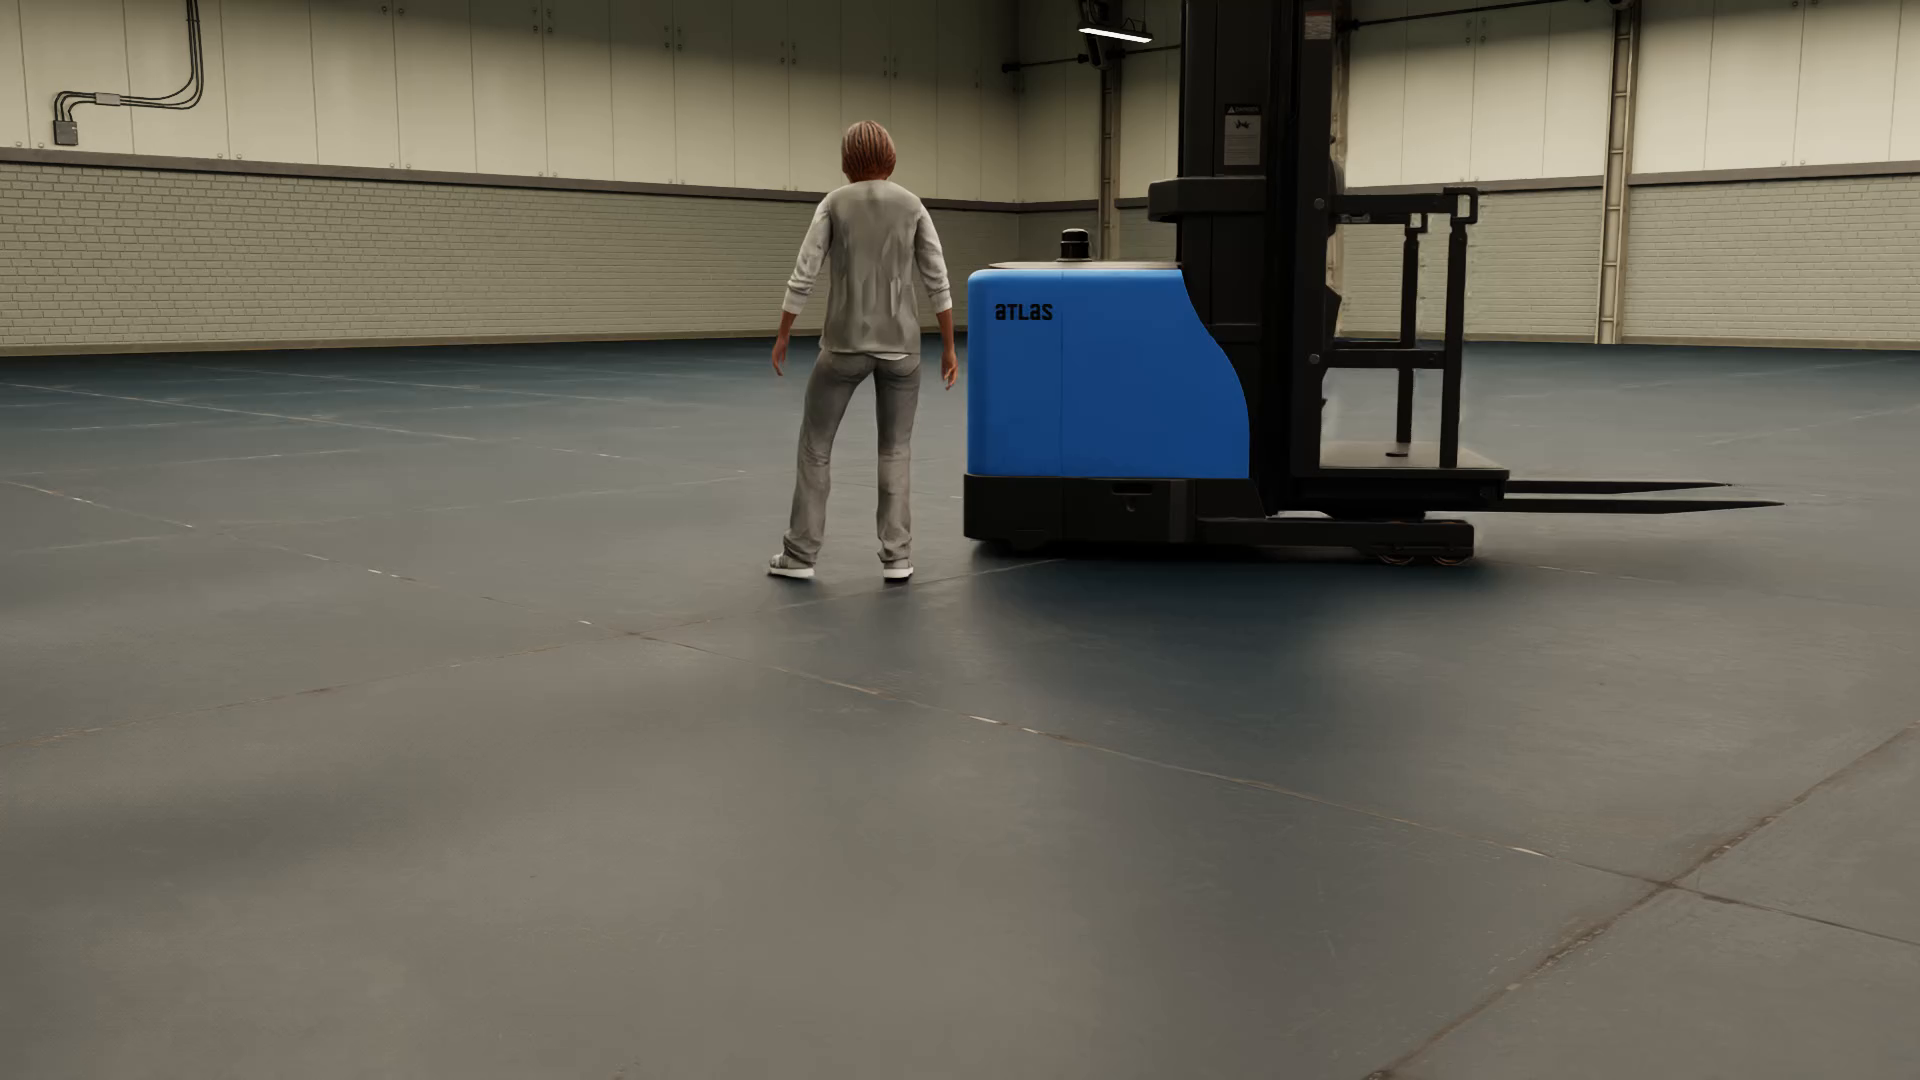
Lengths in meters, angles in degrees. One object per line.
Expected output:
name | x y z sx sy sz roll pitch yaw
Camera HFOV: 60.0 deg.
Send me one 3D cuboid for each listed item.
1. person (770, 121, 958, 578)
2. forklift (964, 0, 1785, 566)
person | -0.333 -0.643 5.762 0.650 1.560 0.357 -2 9 -12
forklift | 1.564 -1.436 6.410 3.031 2.935 1.130 1 9 6
